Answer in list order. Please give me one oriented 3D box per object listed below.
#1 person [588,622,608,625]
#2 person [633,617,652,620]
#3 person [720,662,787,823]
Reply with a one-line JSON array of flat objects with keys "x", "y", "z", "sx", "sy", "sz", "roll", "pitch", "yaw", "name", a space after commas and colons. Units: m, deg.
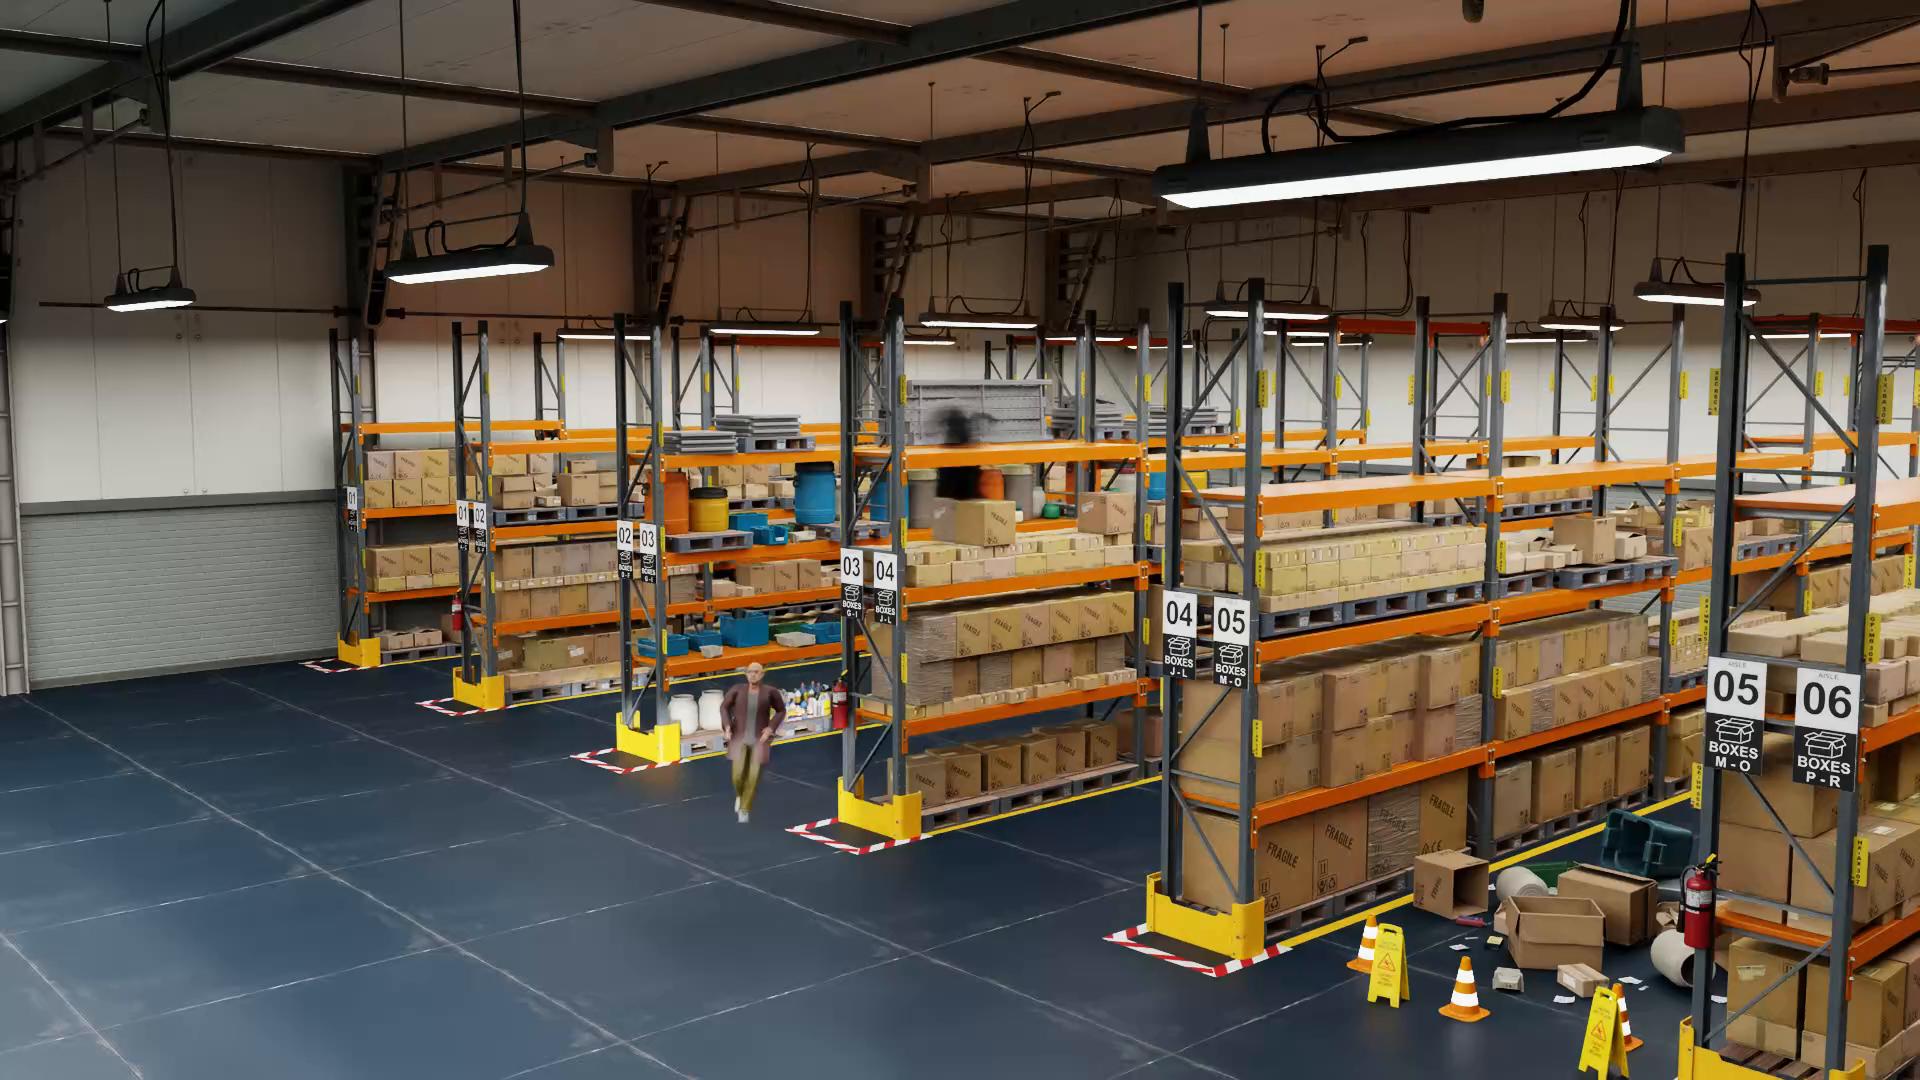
[{"x": -6.460, "y": 1.392, "z": 29.630, "sx": 0.658, "sy": 1.683, "sz": 0.602, "roll": 4, "pitch": 7, "yaw": 34, "name": "person"}, {"x": -5.600, "y": 1.295, "z": 29.910, "sx": 0.682, "sy": 1.781, "sz": 1.045, "roll": 5, "pitch": 7, "yaw": 40, "name": "person"}, {"x": -2.283, "y": 2.208, "z": 18.338, "sx": 0.740, "sy": 1.743, "sz": 0.586, "roll": 0, "pitch": 6, "yaw": -1, "name": "person"}]
